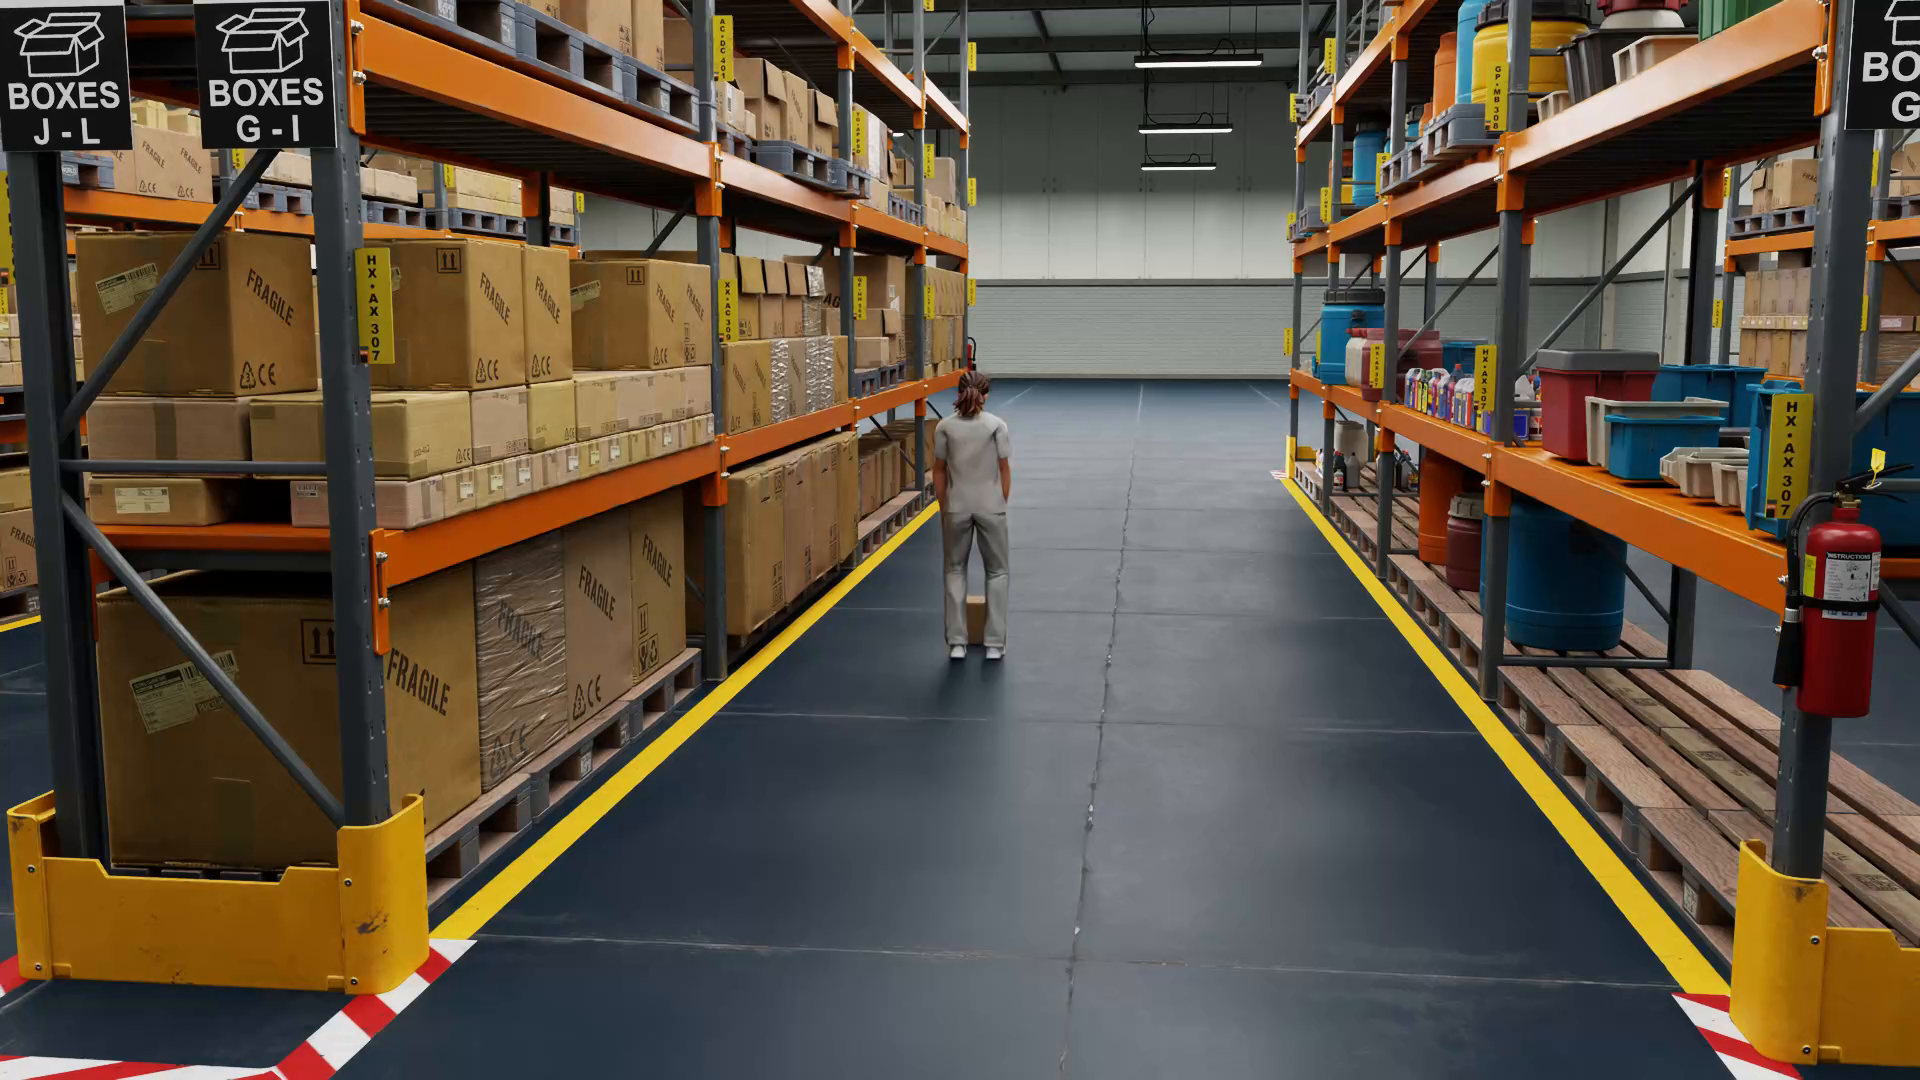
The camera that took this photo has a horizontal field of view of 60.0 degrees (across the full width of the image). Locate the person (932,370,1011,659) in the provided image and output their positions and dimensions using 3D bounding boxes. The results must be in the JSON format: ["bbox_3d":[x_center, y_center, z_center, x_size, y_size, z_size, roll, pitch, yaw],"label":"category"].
[{"bbox_3d":[0.068,-0.142,9.509,0.456,1.645,0.354,1,8,8],"label":"person"}]
